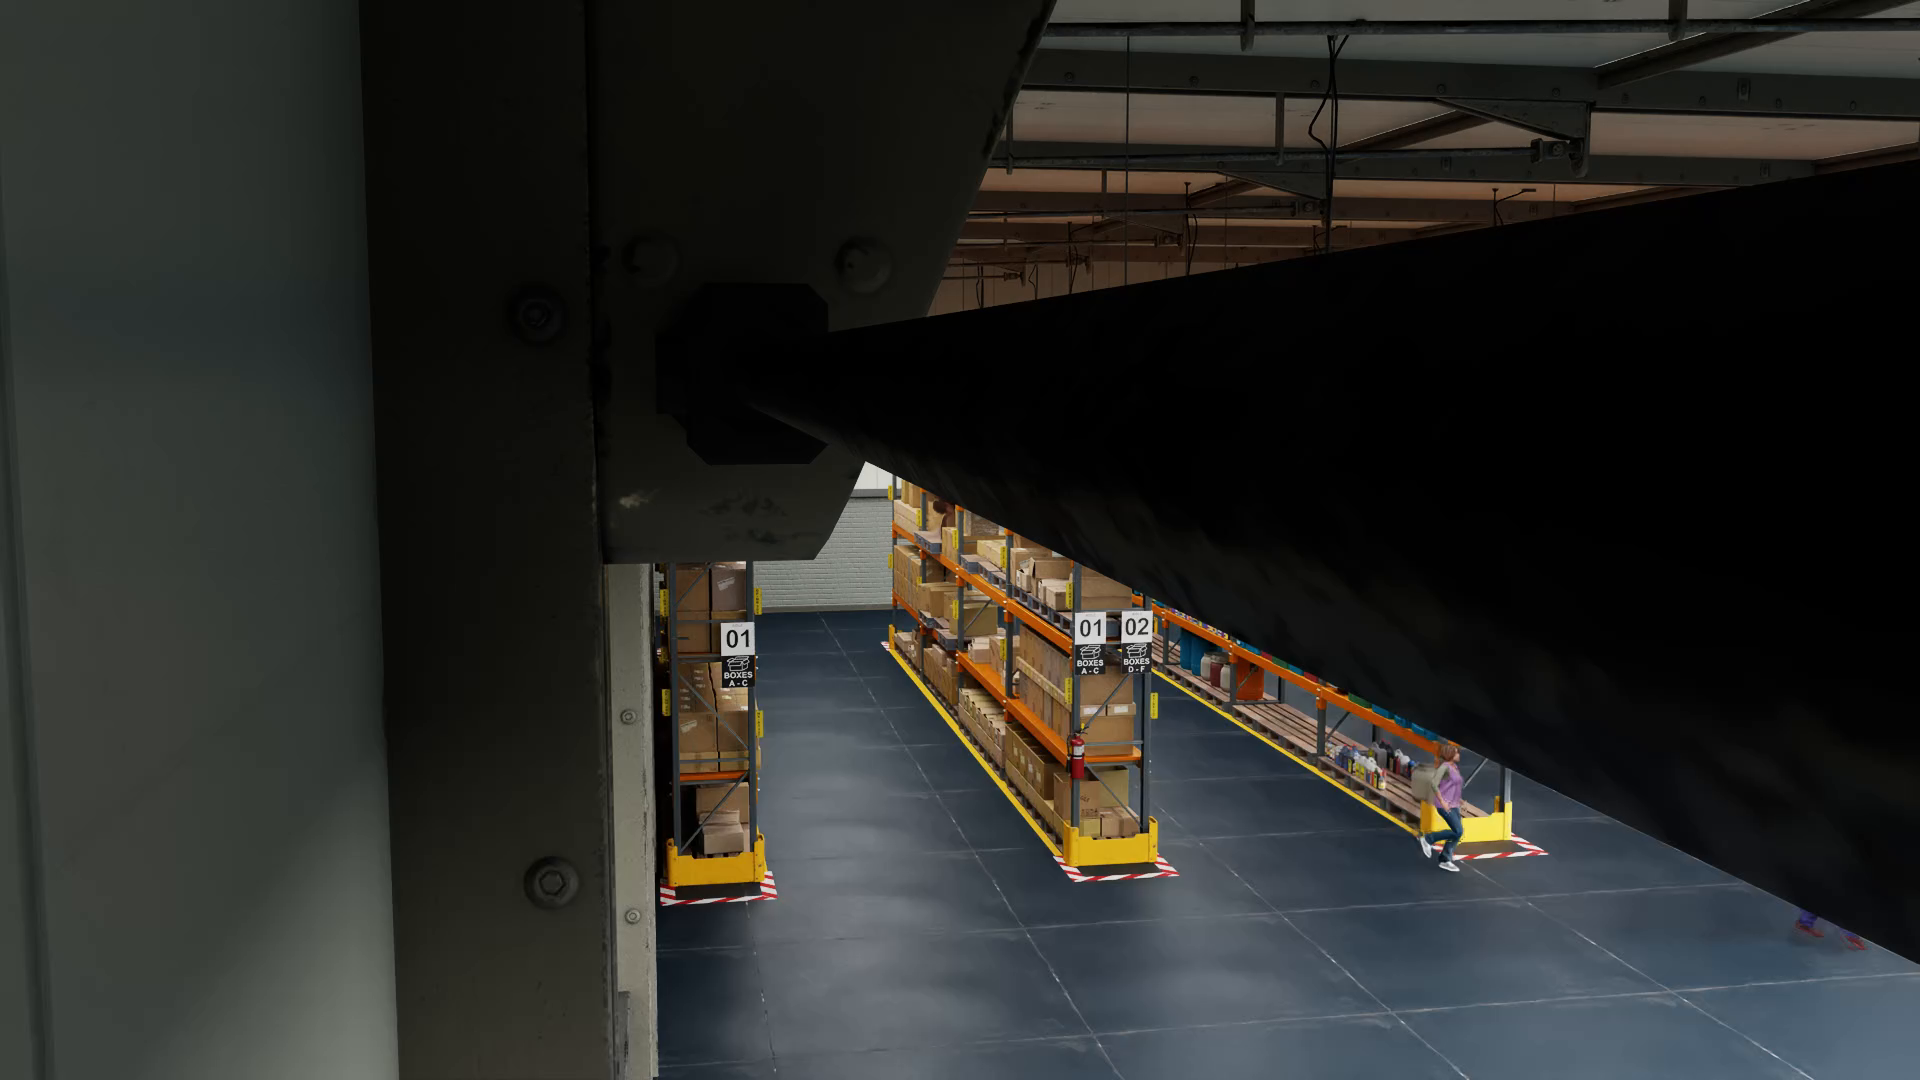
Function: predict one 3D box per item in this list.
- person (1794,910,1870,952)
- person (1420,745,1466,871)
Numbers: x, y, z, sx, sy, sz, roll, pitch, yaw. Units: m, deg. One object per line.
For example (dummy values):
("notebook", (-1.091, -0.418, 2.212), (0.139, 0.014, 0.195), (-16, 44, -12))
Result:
("person", (9.496, 3.589, 17.971), (0.744, 1.697, 0.582), (1, 6, 13))
("person", (6.098, 3.325, 20.837), (0.510, 1.523, 0.573), (4, 7, 34))
